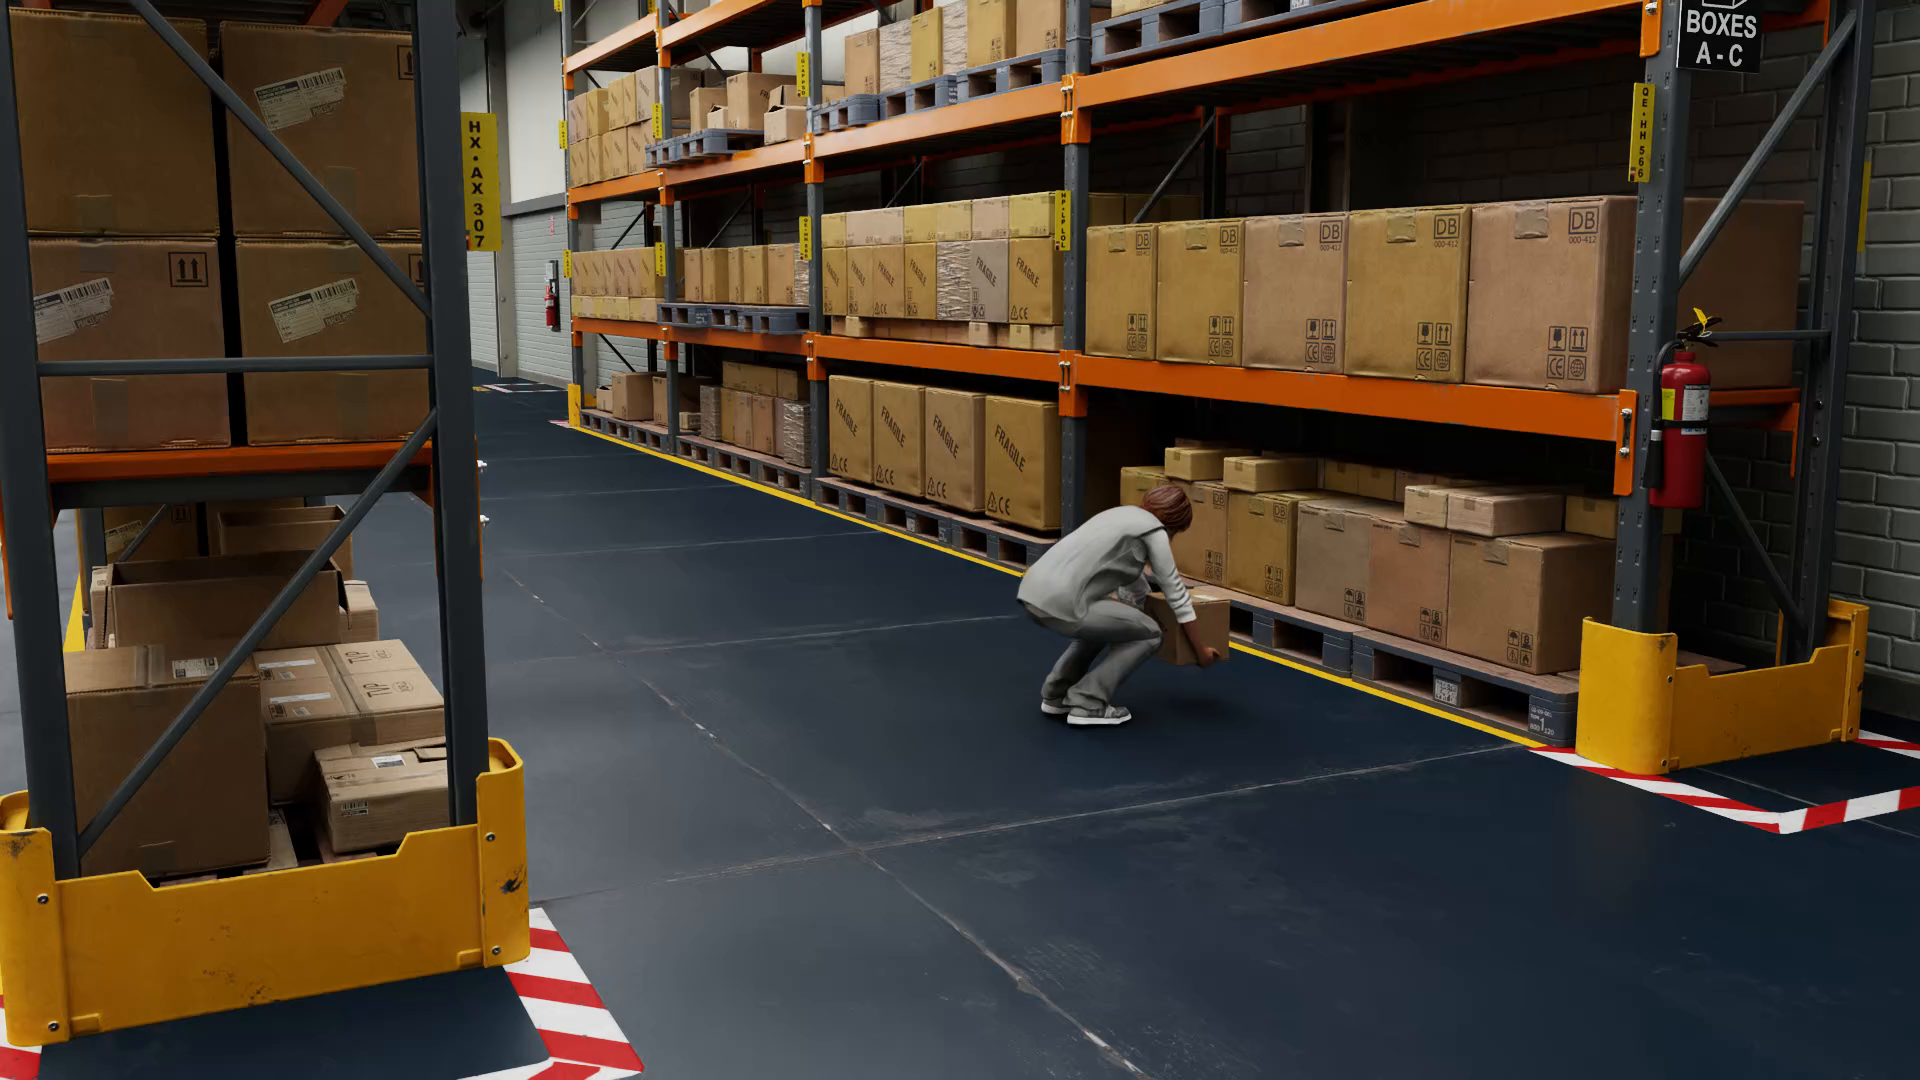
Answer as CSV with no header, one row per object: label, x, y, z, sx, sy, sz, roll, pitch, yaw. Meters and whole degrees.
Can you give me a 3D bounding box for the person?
person,0.609,0.256,6.554,0.835,0.895,0.422,-5,10,-27
